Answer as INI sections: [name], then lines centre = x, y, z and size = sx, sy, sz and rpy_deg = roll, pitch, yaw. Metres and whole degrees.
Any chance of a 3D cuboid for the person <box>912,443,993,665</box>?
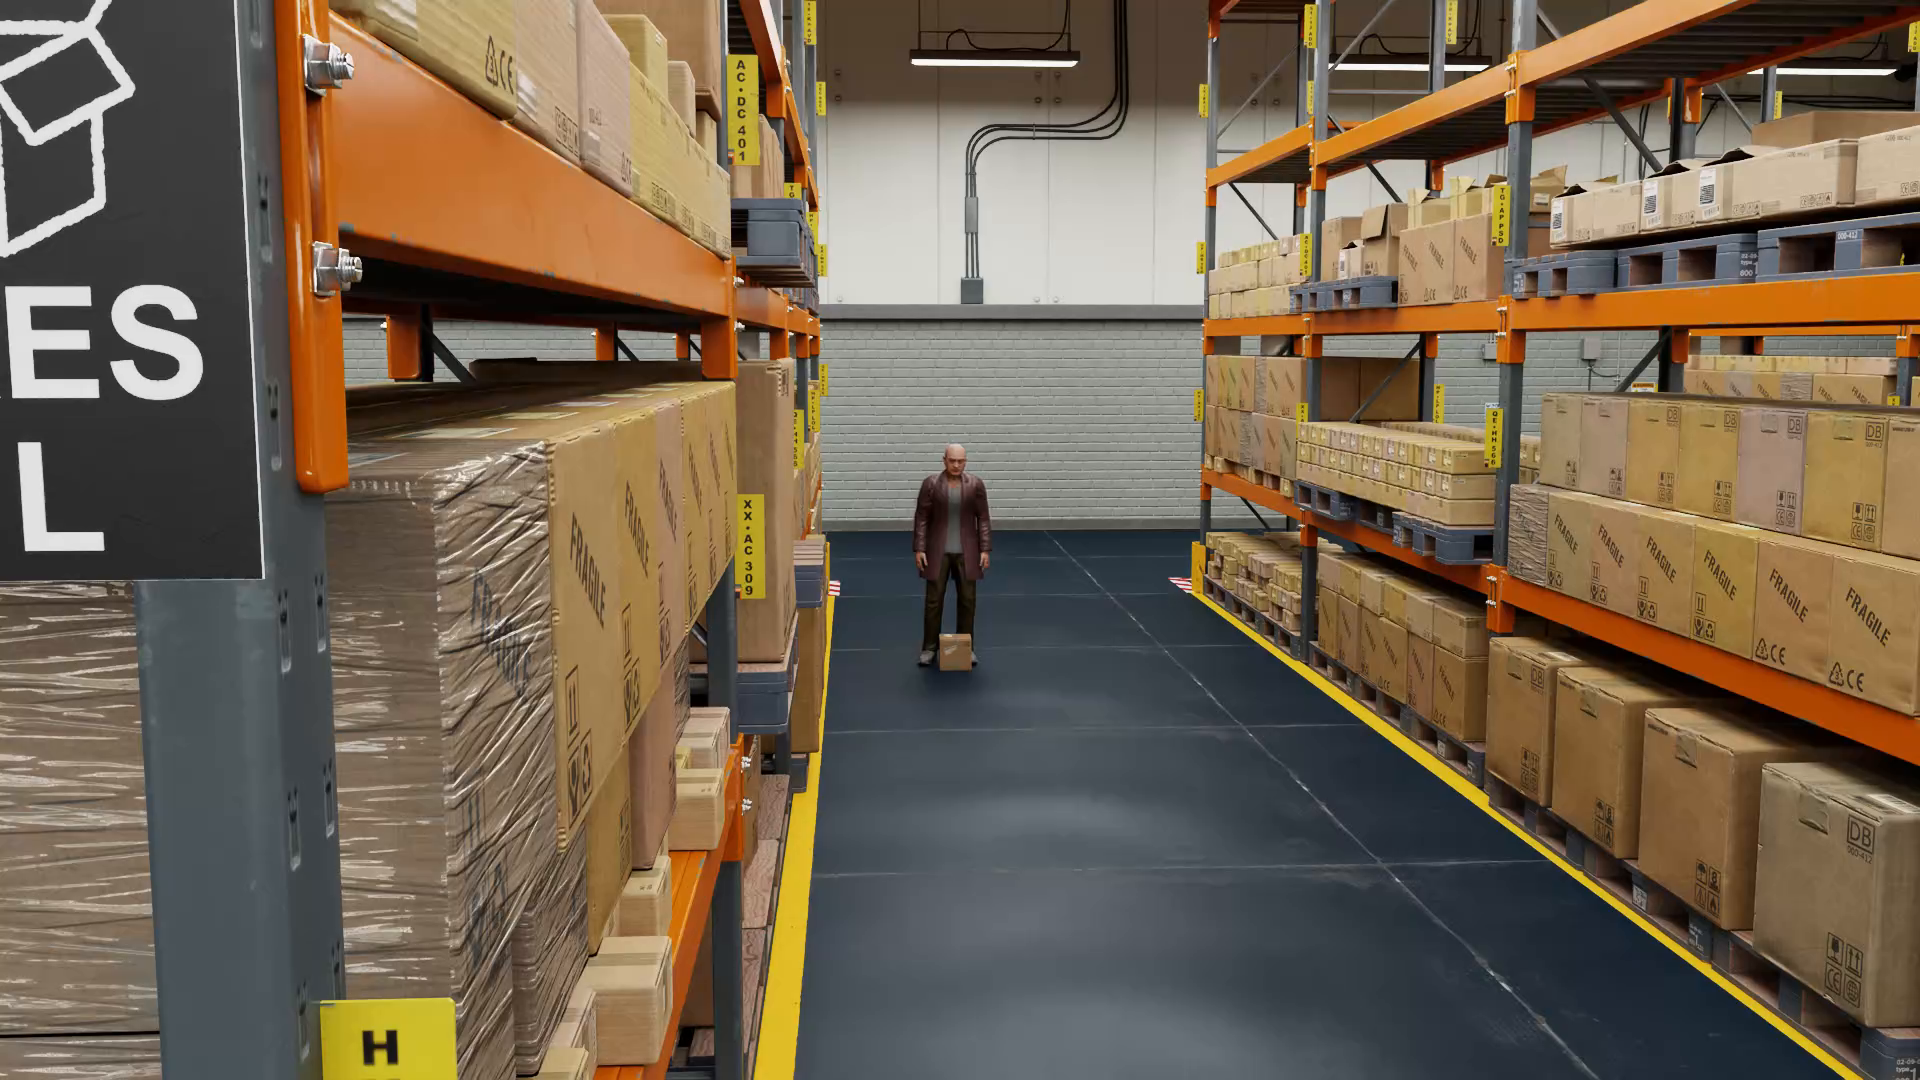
[person]
centre = -0.061, 0.107, 13.393
size = 0.650, 1.774, 0.418
rpy_deg = -1, 7, -5
